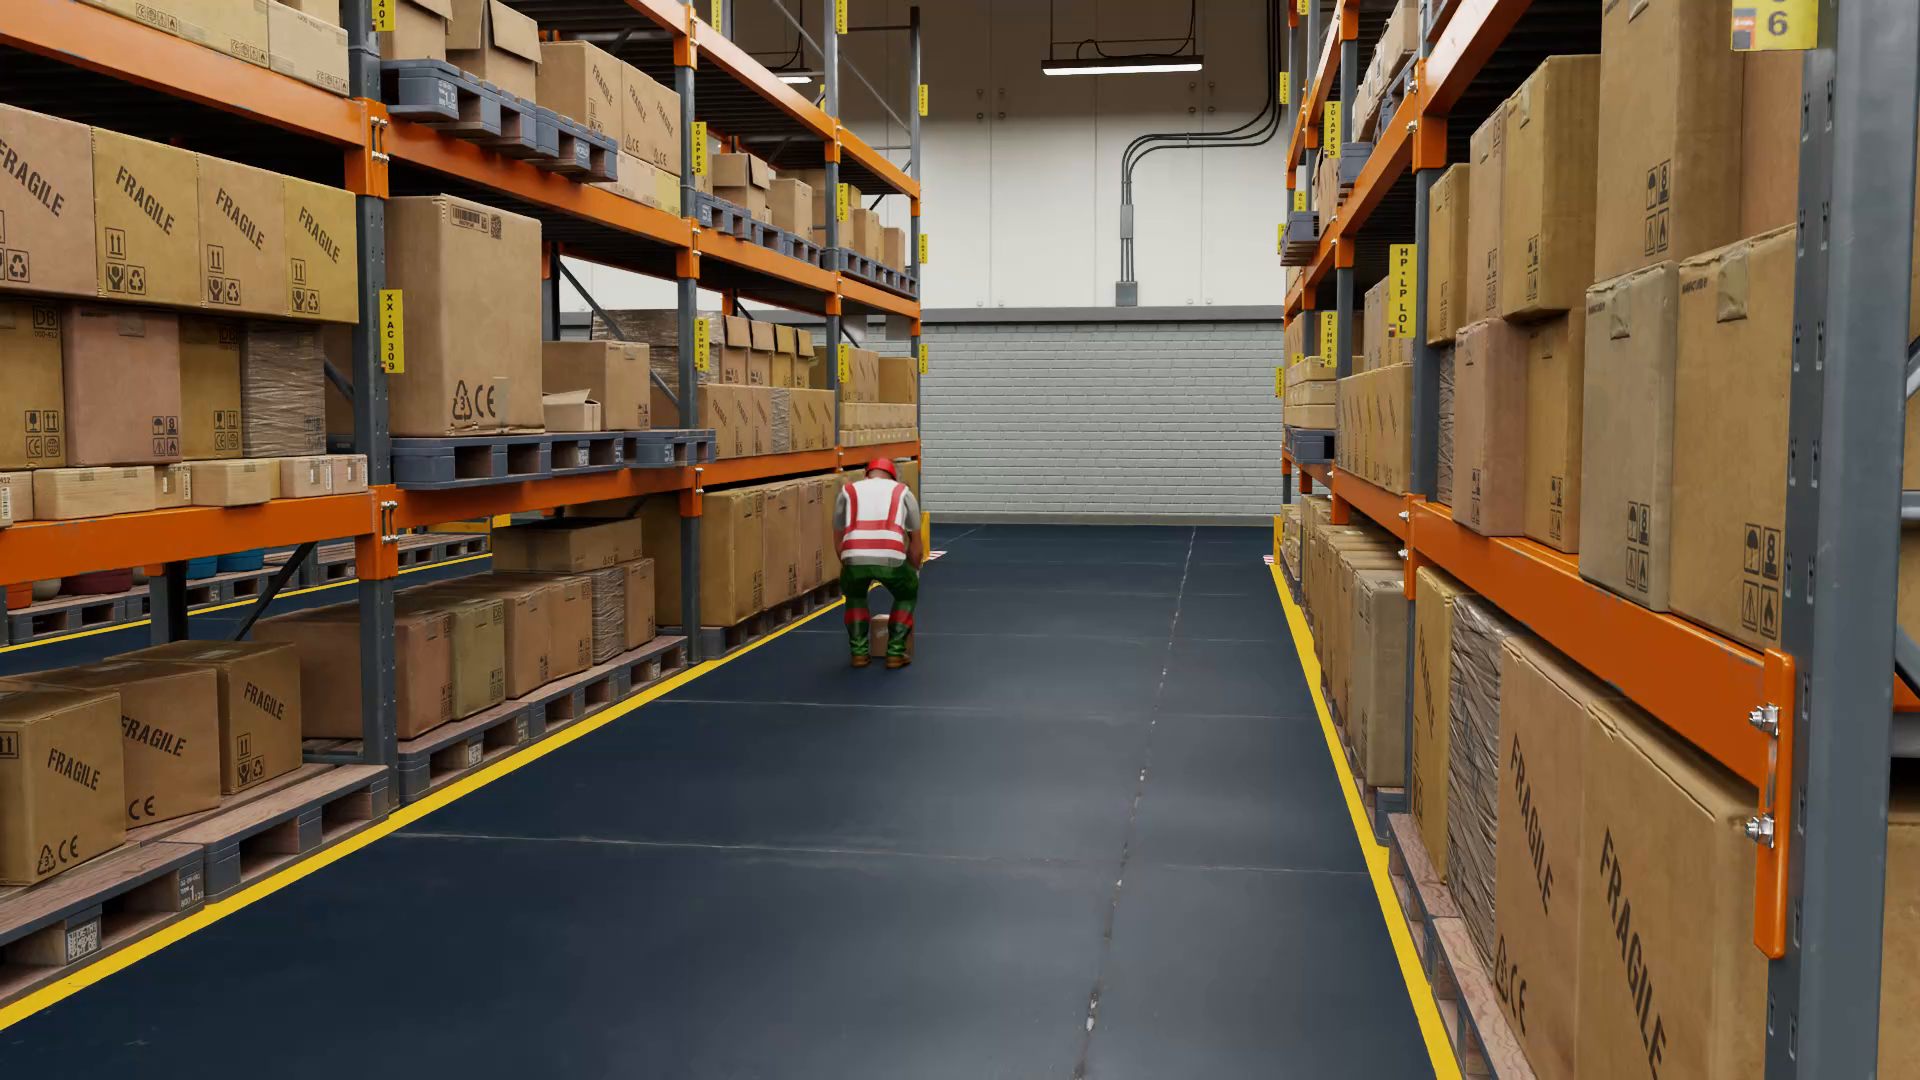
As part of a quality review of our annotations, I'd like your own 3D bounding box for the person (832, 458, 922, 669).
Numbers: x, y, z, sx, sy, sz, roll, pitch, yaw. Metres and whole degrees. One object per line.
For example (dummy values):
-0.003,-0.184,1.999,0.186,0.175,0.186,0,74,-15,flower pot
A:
-0.553,0.138,10.691,0.584,1.321,0.808,1,4,8,person
